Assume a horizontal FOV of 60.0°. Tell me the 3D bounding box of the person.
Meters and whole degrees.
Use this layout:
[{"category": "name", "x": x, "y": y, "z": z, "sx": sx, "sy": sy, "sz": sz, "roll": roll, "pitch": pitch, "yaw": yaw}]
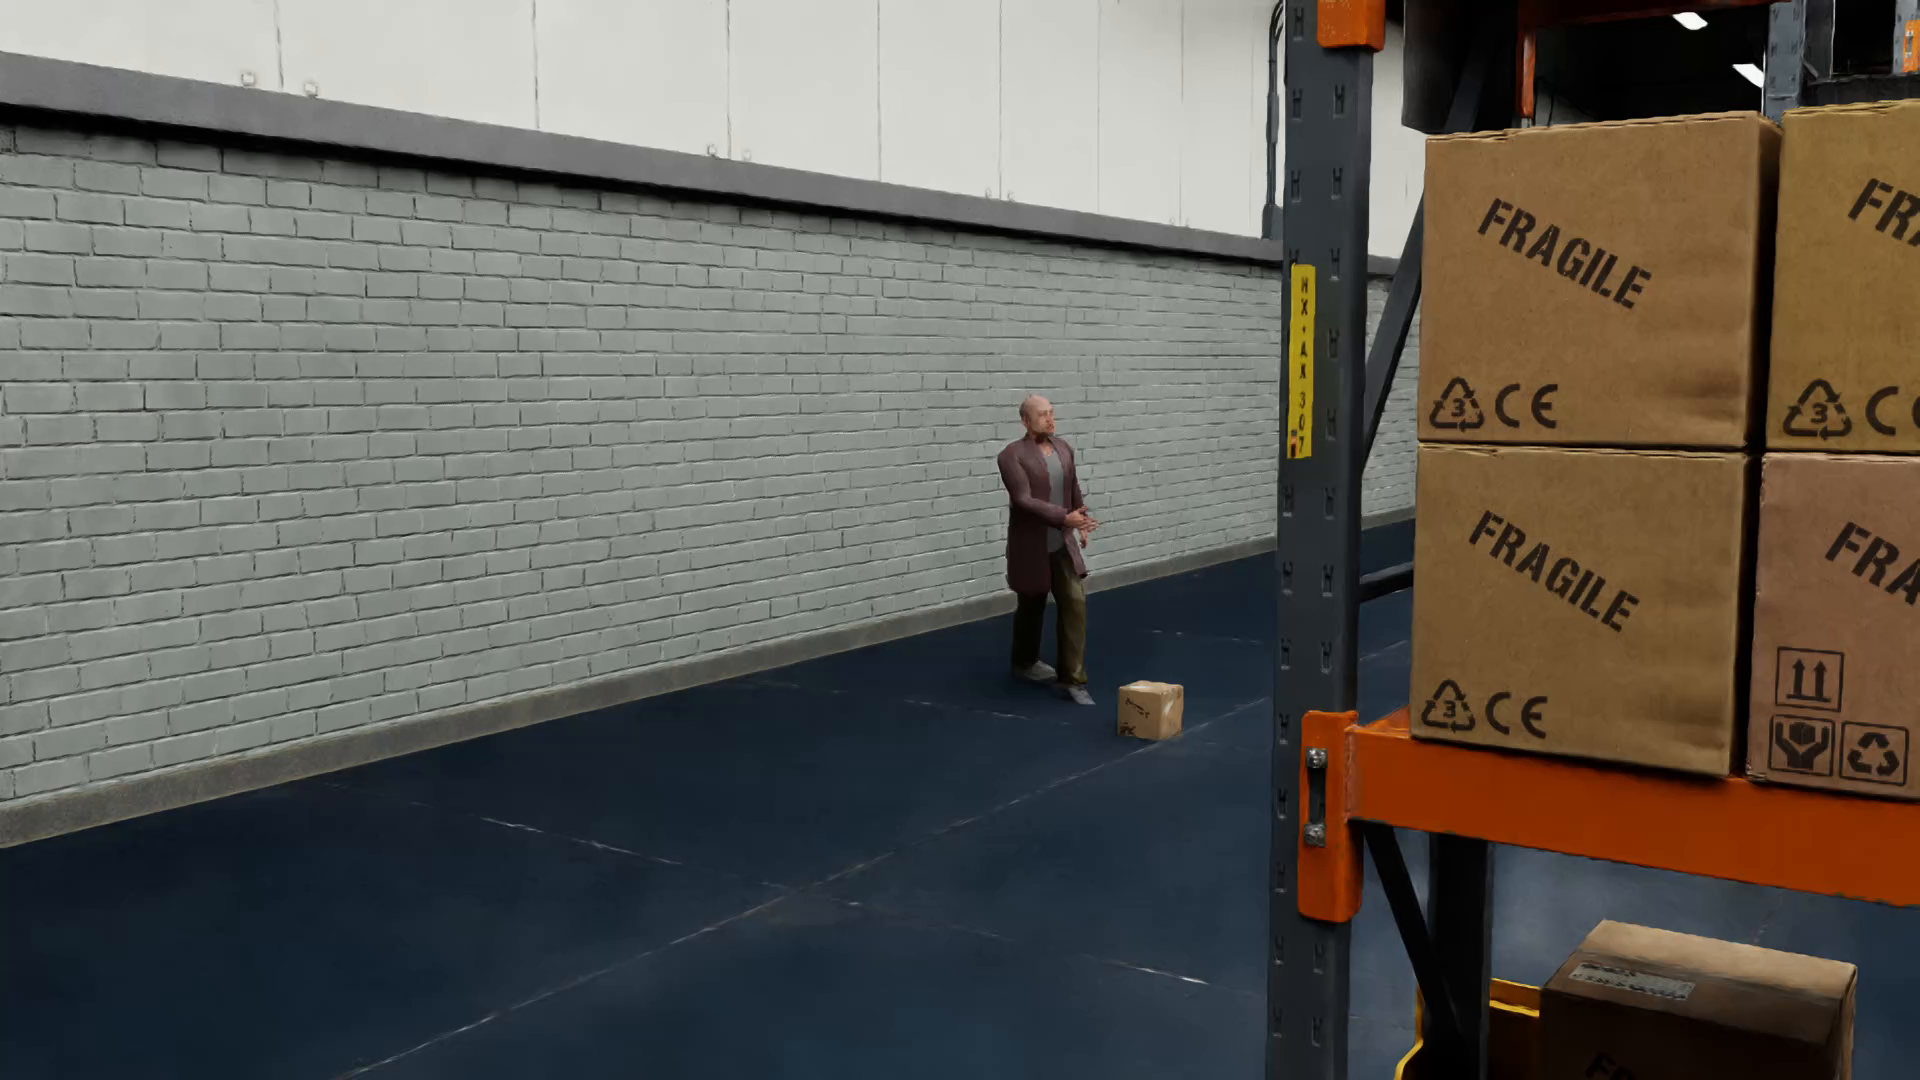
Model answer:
[{"category": "person", "x": 0.555, "y": 0.061, "z": 9.675, "sx": 0.749, "sy": 1.805, "sz": 0.905, "roll": -3, "pitch": 7, "yaw": -28}]
